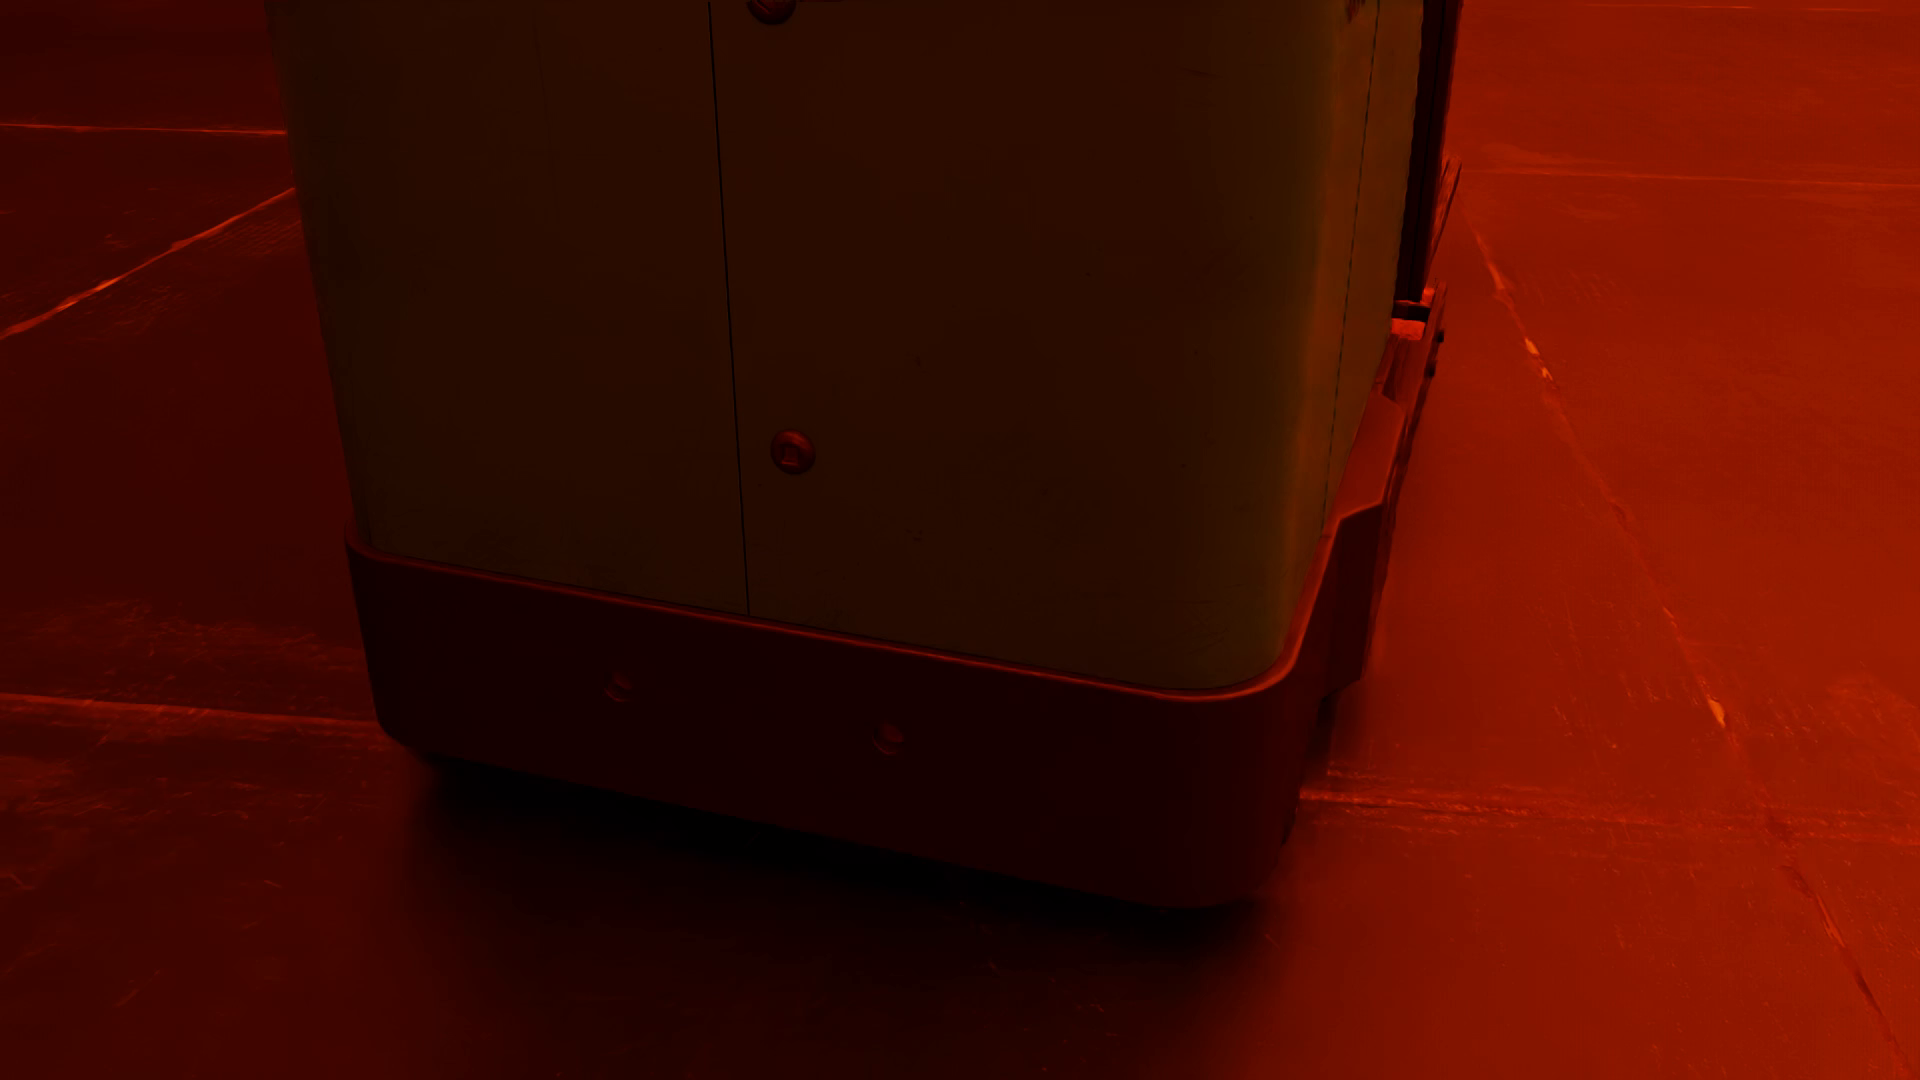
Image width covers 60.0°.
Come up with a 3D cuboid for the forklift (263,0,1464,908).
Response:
[{"bbox_3d":[0.280,-1.590,2.404,1.130,2.935,3.031,9,28,17],"label":"forklift"}]
